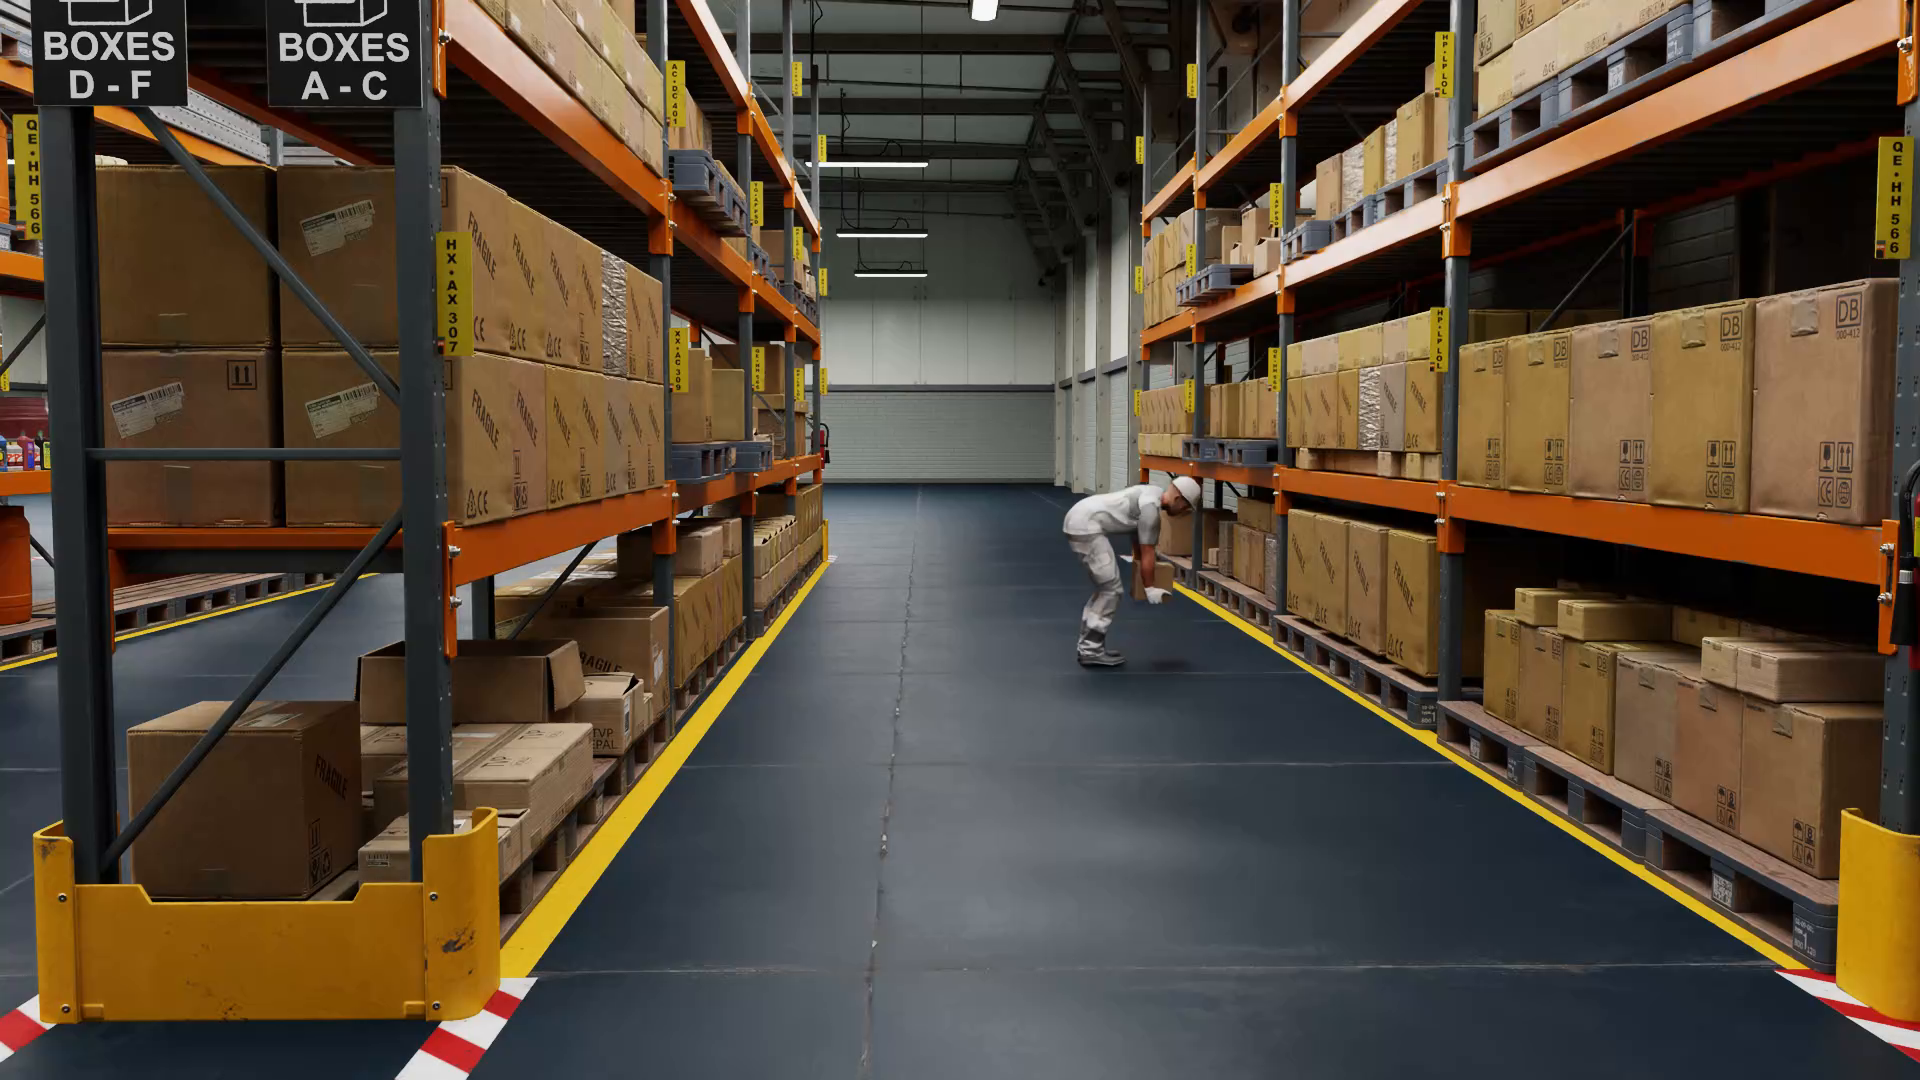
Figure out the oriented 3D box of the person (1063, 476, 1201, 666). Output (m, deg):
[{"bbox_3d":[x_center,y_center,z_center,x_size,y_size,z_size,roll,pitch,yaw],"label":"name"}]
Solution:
[{"bbox_3d":[1.170,0.203,11.315,0.935,1.273,0.491,0,4,-3],"label":"person"}]
